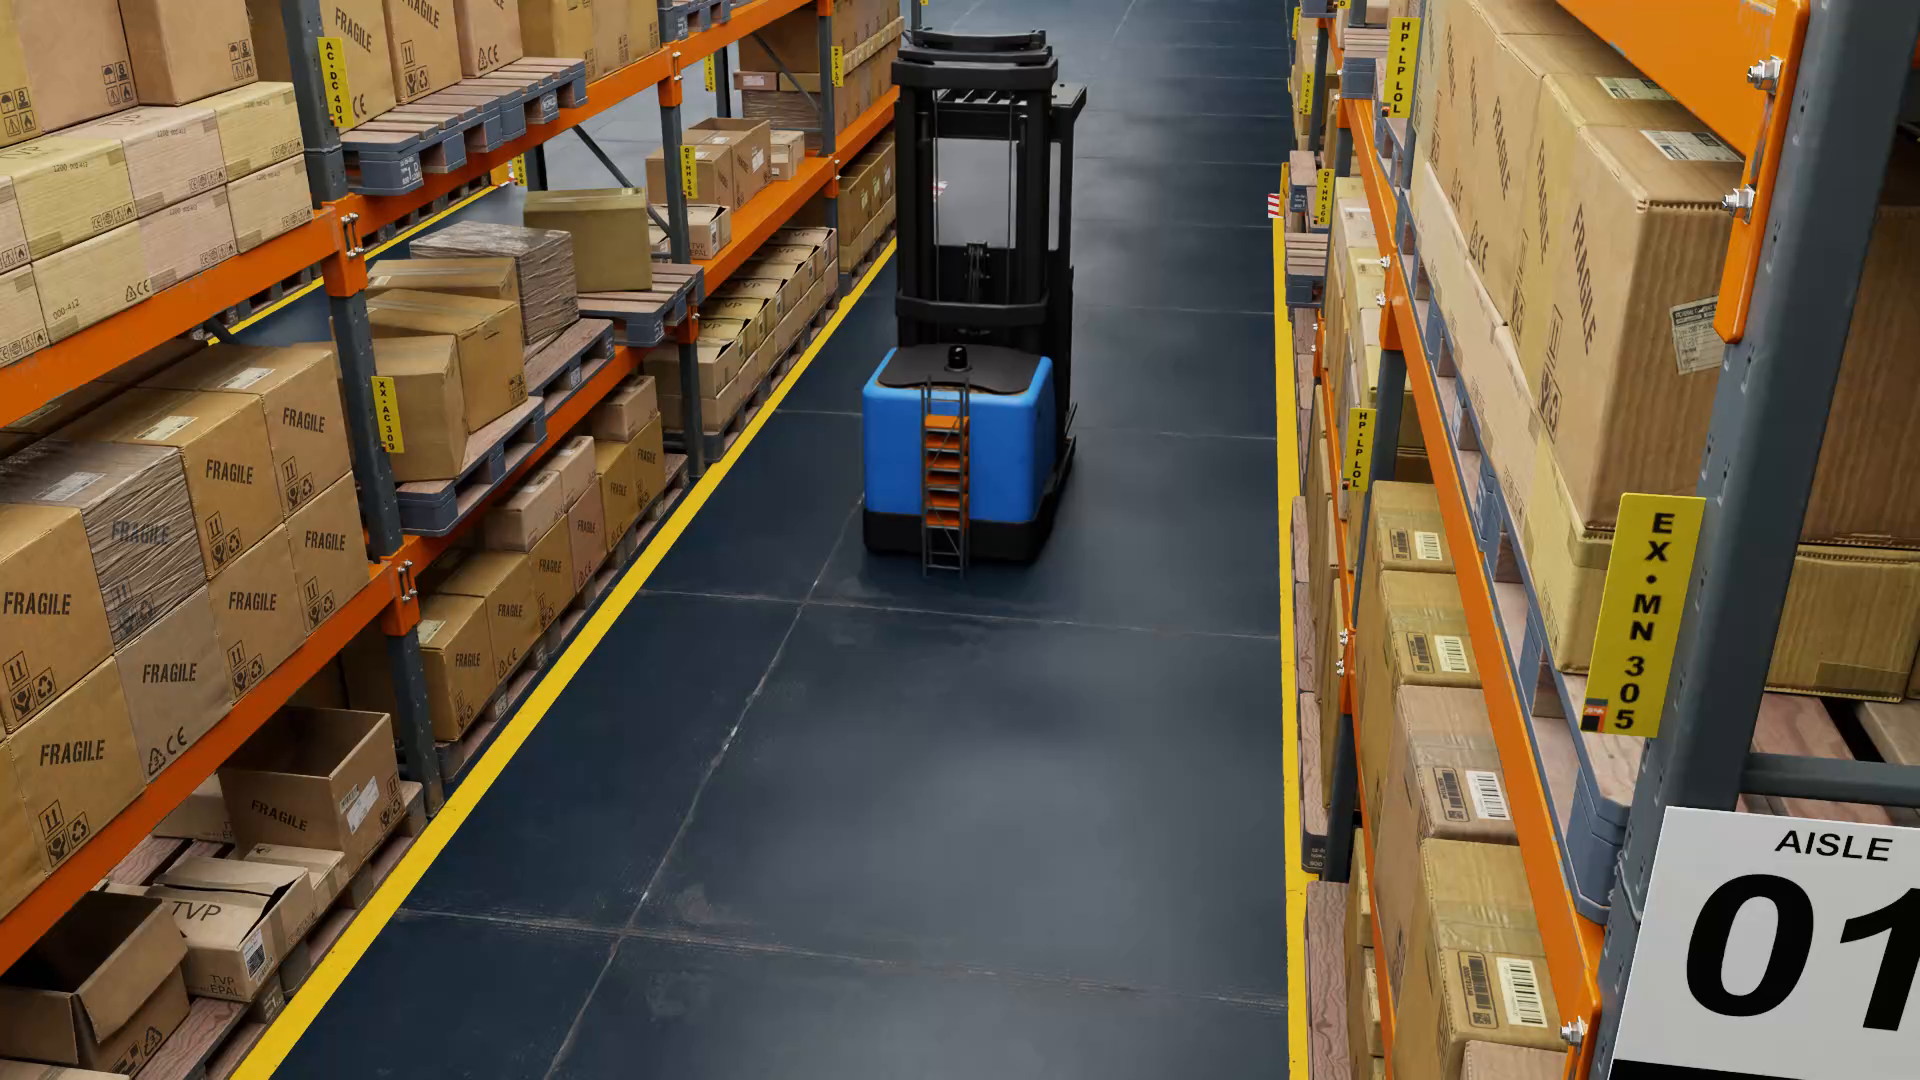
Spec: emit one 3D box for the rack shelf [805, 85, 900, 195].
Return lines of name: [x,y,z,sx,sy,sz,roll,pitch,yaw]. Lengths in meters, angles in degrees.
rack shelf: [-1.238,-4.008,16.123,1.077,0.370,4.000,4,25,9]

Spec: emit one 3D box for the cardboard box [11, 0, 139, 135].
cardboard box: [-3.136,-1.603,5.300,0.700,0.500,0.500,4,25,9]

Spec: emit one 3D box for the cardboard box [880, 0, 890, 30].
cardboard box: [-1.089,-5.366,16.528,0.700,0.500,0.500,3,25,7]

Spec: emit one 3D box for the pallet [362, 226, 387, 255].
pallet: [-6.300,-2.857,16.105,1.003,0.211,1.213,4,25,9]

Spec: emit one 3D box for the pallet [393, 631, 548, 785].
pallet: [-2.777,0.769,8.359,1.003,0.211,1.213,4,25,9]

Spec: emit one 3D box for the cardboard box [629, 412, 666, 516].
cardboard box: [-2.140,-0.484,10.176,0.500,0.500,0.500,5,26,11]

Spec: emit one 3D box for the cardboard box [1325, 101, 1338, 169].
cardboard box: [3.108,-2.957,12.391,0.700,0.500,0.500,7,26,14]

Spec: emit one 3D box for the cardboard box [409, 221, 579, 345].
cardboard box: [-2.548,-1.419,9.131,0.700,0.500,0.500,9,27,18]

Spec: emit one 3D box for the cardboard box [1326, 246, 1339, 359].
cardboard box: [2.242,-1.268,8.928,0.500,0.500,0.500,5,26,10]

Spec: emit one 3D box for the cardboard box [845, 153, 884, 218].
cardboard box: [-1.017,-3.372,15.780,0.500,0.500,0.500,4,25,9]

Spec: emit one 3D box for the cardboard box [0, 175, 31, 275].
cardboard box: [-2.935,-0.819,4.511,0.500,0.250,0.500,4,25,9]

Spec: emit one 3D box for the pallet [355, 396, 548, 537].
pallet: [-2.634,-0.391,7.774,1.003,0.211,1.213,4,25,9]

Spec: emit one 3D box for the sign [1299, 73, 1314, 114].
sign: [2.786,-3.582,13.344,0.100,0.325,0.005,4,25,9]

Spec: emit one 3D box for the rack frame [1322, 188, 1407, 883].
rack frame: [2.015,0.190,6.306,1.000,3.000,0.127,4,25,9]

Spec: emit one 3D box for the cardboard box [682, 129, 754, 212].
cardboard box: [-1.874,-2.793,12.560,0.500,0.500,0.500,4,25,9]

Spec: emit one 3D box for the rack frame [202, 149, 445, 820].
rack frame: [-2.872,-0.152,7.035,1.000,3.000,0.127,4,25,9]

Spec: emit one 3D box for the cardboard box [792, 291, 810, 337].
cardboard box: [-1.514,-1.823,13.355,0.500,0.250,0.500,5,25,10]

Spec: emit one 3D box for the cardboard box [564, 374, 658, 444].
cardboard box: [-2.145,-0.800,9.966,0.500,0.250,0.500,5,26,11]

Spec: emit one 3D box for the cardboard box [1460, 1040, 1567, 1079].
cardboard box: [1.435,1.513,3.125,0.980,0.700,0.700,5,26,11]

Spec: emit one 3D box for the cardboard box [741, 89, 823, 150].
cardboard box: [-1.499,-3.729,14.560,0.700,0.500,0.500,3,25,7]

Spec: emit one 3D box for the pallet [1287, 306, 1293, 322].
pallet: [3.398,-2.176,14.650,1.003,0.211,1.213,4,25,9]

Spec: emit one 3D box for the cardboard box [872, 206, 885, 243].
cardboard box: [-1.016,-3.033,15.939,0.500,0.250,0.500,4,25,9]

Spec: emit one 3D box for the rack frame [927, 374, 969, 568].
rack frame: [-0.067,-0.388,9.663,0.240,1.200,0.006,4,25,9]

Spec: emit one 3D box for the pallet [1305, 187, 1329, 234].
pallet: [2.952,-2.227,11.695,1.003,0.211,1.213,4,25,9]

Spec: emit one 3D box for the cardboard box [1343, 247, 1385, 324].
cardboard box: [2.098,-1.191,7.880,0.500,0.250,0.500,4,25,7]

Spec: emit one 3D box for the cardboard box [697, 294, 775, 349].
cardboard box: [-1.680,-1.655,12.335,0.500,0.311,0.500,3,25,7]

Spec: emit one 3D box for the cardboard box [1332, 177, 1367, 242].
cardboard box: [2.336,-1.827,9.239,0.500,0.250,0.500,5,25,10]

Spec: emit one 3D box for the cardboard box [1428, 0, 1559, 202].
cardboard box: [1.544,-1.181,4.377,0.500,0.500,0.500,3,25,7]

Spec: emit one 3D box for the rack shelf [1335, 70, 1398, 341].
rack shelf: [2.342,-1.679,7.609,1.077,0.370,4.000,4,25,9]

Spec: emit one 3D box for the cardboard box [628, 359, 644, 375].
cardboard box: [-2.376,-1.259,11.489,0.500,0.311,0.500,5,25,10]

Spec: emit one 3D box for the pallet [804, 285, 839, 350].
pallet: [-1.647,-1.924,14.111,1.003,0.211,1.213,4,25,9]

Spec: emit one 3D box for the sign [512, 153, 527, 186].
sign: [-2.767,-2.386,10.443,0.100,0.325,0.005,4,25,9]

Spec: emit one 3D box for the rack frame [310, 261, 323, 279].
rack frame: [-6.451,-3.842,14.920,1.000,3.000,0.127,4,25,9]

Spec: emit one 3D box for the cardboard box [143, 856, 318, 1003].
cardboard box: [-2.808,1.439,6.291,0.500,0.311,0.500,4,25,9]

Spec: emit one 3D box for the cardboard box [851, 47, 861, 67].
cardboard box: [-1.123,-4.475,15.388,0.380,0.149,0.250,3,25,7]

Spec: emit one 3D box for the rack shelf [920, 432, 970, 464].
rack shelf: [-0.084,-0.527,9.498,0.258,0.103,0.180,4,25,9]

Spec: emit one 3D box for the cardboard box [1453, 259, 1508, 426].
cardboard box: [1.384,-0.423,3.642,0.500,0.250,0.500,3,25,7]

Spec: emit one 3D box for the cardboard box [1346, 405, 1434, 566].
cardboard box: [1.842,-0.209,6.667,0.500,0.500,0.500,4,25,8]

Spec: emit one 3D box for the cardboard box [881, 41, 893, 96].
cardboard box: [-1.081,-4.801,16.851,0.700,0.500,0.500,5,25,10]

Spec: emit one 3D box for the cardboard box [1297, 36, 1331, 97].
cardboard box: [3.348,-4.292,15.150,0.500,0.500,0.500,5,26,10]

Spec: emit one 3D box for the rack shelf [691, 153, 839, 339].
rack shelf: [-1.892,-2.335,12.549,1.077,0.370,4.000,4,25,9]

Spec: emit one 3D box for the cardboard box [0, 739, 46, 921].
cardboard box: [-3.029,0.883,4.707,0.500,0.500,0.500,4,25,8]

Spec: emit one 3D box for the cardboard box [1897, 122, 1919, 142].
cardboard box: [1.813,-0.512,2.946,0.500,0.500,0.500,4,25,8]

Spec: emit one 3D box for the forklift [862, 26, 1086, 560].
forklift: [0.189,-1.807,10.654,1.130,2.935,3.031,4,25,9]

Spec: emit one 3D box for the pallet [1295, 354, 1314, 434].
pallet: [3.000,-1.055,12.256,1.003,0.211,1.213,4,25,9]

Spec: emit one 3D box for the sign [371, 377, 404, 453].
sign: [-2.336,-0.509,6.778,0.100,0.325,0.005,4,25,9]

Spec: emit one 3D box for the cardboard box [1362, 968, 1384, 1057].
cardboard box: [1.471,1.493,5.211,0.380,0.149,0.250,3,25,7]

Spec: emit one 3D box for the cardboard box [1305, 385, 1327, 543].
cardboard box: [2.420,-0.401,9.609,0.750,0.750,0.750,4,25,8]

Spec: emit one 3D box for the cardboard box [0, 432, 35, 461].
cardboard box: [-3.395,-0.041,5.503,0.500,0.500,0.500,3,25,7]

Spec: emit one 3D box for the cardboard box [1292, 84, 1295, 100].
cardboard box: [3.513,-4.370,16.200,0.500,0.250,0.500,3,25,7]

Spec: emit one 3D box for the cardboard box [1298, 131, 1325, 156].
cardboard box: [3.101,-3.316,13.949,0.500,0.250,0.500,4,25,9]

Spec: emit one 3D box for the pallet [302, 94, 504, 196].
pallet: [-2.696,-1.693,7.012,1.213,0.211,1.003,4,25,9]

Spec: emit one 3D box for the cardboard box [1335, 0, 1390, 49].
cardboard box: [2.520,-3.130,9.942,0.500,0.311,0.500,4,25,9]

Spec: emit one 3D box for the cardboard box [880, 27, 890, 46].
cardboard box: [-0.912,-5.015,16.542,0.380,0.149,0.250,4,25,9]

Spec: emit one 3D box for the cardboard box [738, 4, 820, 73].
cardboard box: [-1.499,-4.316,14.285,0.700,0.500,0.500,4,25,9]

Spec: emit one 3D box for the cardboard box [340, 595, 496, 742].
cardboard box: [-2.553,0.596,7.868,0.500,0.500,0.500,3,25,6]

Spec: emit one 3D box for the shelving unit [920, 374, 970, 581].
shelving unit: [-0.084,-0.349,9.581,0.258,1.200,0.189,4,25,9]

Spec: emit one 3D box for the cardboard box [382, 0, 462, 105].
cardboard box: [-2.630,-2.277,7.308,0.600,0.600,0.600,4,25,8]

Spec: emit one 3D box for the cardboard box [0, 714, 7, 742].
cardboard box: [-3.029,0.428,4.500,0.500,0.500,0.500,4,25,9]

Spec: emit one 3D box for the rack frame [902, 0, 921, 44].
rack frame: [-0.911,-5.170,17.758,1.000,3.000,0.127,4,25,9]
